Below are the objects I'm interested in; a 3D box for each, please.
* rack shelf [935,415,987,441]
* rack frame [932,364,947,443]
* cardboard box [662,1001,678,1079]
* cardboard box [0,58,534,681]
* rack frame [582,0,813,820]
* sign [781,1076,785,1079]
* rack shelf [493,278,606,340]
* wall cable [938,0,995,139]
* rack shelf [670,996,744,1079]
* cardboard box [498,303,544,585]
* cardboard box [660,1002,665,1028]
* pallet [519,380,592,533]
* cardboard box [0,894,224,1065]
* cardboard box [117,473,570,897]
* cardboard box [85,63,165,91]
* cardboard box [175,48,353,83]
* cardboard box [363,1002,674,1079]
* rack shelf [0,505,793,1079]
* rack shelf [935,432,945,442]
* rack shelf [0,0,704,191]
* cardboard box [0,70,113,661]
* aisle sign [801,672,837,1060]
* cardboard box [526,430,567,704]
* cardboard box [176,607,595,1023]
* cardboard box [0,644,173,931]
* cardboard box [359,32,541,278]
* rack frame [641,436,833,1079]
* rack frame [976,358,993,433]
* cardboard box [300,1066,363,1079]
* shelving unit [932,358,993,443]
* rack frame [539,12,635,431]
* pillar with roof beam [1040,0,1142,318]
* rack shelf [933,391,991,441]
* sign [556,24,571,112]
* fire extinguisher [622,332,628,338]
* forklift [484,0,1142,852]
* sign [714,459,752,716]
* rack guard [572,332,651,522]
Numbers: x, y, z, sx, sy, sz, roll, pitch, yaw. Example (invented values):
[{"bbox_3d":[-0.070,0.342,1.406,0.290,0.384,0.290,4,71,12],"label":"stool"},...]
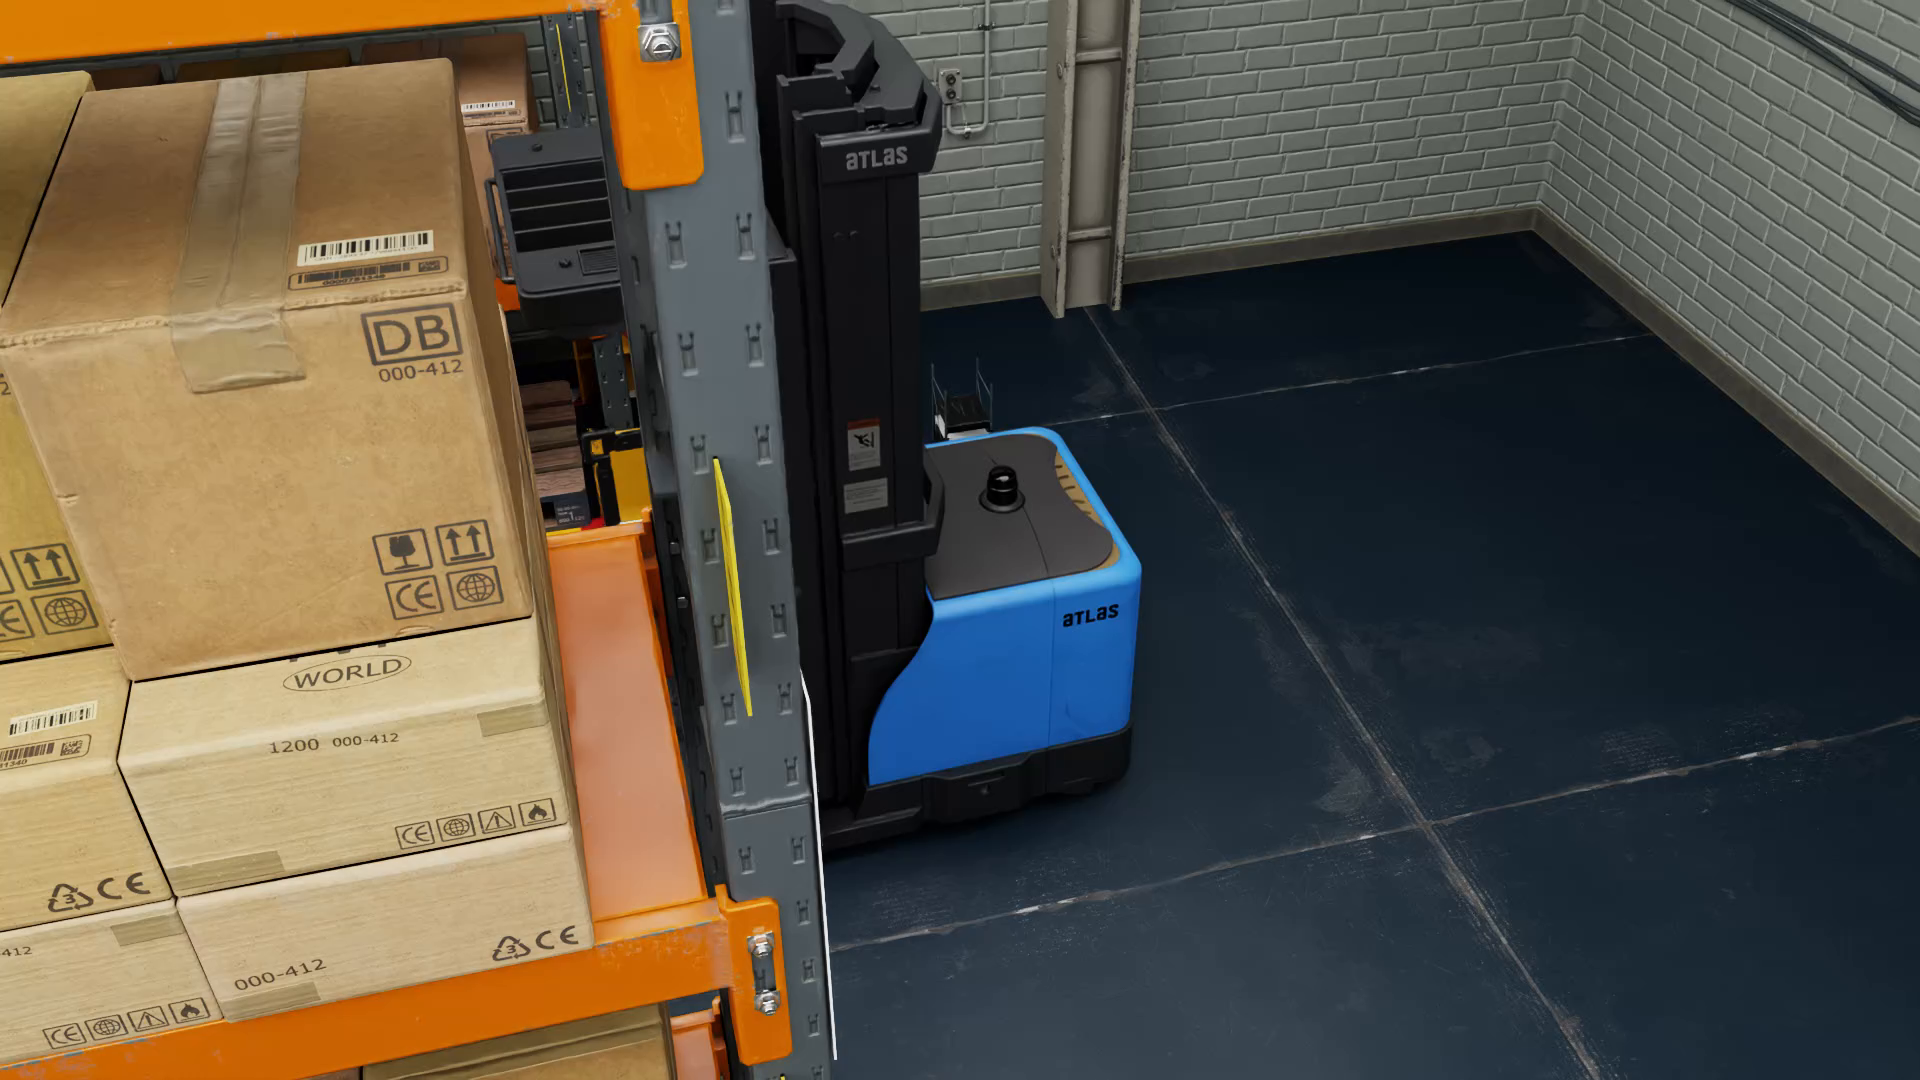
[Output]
[{"bbox_3d":[0.008,-0.475,7.389,0.200,0.077,0.258,-9,38,-12],"label":"rack shelf"},{"bbox_3d":[-0.090,-0.343,7.457,0.006,0.900,0.240,-9,38,-12],"label":"rack frame"},{"bbox_3d":[-0.895,1.152,3.693,0.500,0.500,0.500,-9,38,-11],"label":"cardboard box"},{"bbox_3d":[-0.890,-0.261,2.248,0.500,0.500,0.700,-9,38,-12],"label":"cardboard box"},{"bbox_3d":[-0.398,-1.106,1.790,0.127,3.000,1.000,-9,38,-12],"label":"rack frame"},{"bbox_3d":[-0.273,1.020,2.735,0.005,0.325,0.100,-9,38,-12],"label":"sign"},{"bbox_3d":[-3.624,-1.026,7.215,4.000,0.370,1.077,-9,38,-12],"label":"rack shelf"},{"bbox_3d":[-0.704,-2.790,8.092,1.851,1.984,0.084,-9,38,-12],"label":"wall cable"},{"bbox_3d":[-2.329,1.879,3.417,4.000,0.370,1.077,-9,38,-12],"label":"rack shelf"},{"bbox_3d":[-0.962,-0.125,2.688,0.500,0.250,0.500,-9,38,-12],"label":"cardboard box"},{"bbox_3d":[-0.895,0.755,3.389,0.500,0.500,0.500,-8,38,-11],"label":"cardboard box"},{"bbox_3d":[-2.445,-0.349,8.032,1.213,0.211,1.003,-9,38,-12],"label":"pallet"},{"bbox_3d":[-1.311,0.453,2.343,0.500,0.250,0.500,-9,38,-12],"label":"cardboard box"},{"bbox_3d":[-0.828,0.177,2.293,0.500,0.250,0.500,-9,38,-12],"label":"cardboard box"},{"bbox_3d":[-3.621,-1.424,6.896,0.700,0.700,0.980,-11,39,-14],"label":"cardboard box"},{"bbox_3d":[-2.883,-1.539,7.047,0.700,0.700,0.980,-10,38,-12],"label":"cardboard box"},{"bbox_3d":[-0.756,1.071,2.976,0.500,0.500,0.500,-10,38,-12],"label":"cardboard box"},{"bbox_3d":[-2.329,0.687,2.506,4.000,0.370,1.077,-9,38,-12],"label":"rack shelf"},{"bbox_3d":[0.008,-0.404,7.444,0.200,0.077,0.258,-9,38,-12],"label":"rack shelf"},{"bbox_3d":[-2.329,-0.503,1.595,4.000,0.370,1.077,-9,38,-12],"label":"rack shelf"},{"bbox_3d":[-1.395,-0.231,2.210,0.500,0.500,0.700,-9,38,-12],"label":"cardboard box"},{"bbox_3d":[-0.252,0.413,2.602,0.004,0.787,0.394,-9,38,-12],"label":"aisle sign"},{"bbox_3d":[-0.960,0.077,2.835,0.500,0.250,0.500,-9,38,-12],"label":"cardboard box"},{"bbox_3d":[-0.825,0.381,2.438,0.500,0.250,0.500,-9,38,-12],"label":"cardboard box"},{"bbox_3d":[-1.310,0.256,2.189,0.500,0.250,0.500,-9,38,-12],"label":"cardboard box"},{"bbox_3d":[-2.183,-1.661,7.206,0.700,0.700,0.980,-8,38,-10],"label":"cardboard box"},{"bbox_3d":[-0.398,1.276,3.613,0.127,3.000,1.000,-9,38,-12],"label":"rack frame"},{"bbox_3d":[0.106,-0.375,7.499,0.006,0.900,0.240,-9,38,-12],"label":"rack frame"},{"bbox_3d":[-1.244,1.152,2.870,0.500,0.500,0.500,-8,38,-11],"label":"cardboard box"},{"bbox_3d":[0.008,-0.359,7.478,0.210,0.900,0.258,-9,38,-12],"label":"shelving unit"},{"bbox_3d":[-1.693,-1.629,7.410,0.127,3.000,1.000,-9,38,-12],"label":"rack frame"},{"bbox_3d":[1.810,-2.421,3.509,0.400,9.000,9.100,-9,38,-12],"label":"pillar with roof beam"},{"bbox_3d":[0.008,-0.547,7.334,0.200,0.077,0.258,-9,38,-12],"label":"rack shelf"},{"bbox_3d":[-1.565,-1.862,6.568,0.005,0.325,0.100,-9,38,-12],"label":"sign"},{"bbox_3d":[-1.427,-1.203,7.225,0.183,0.674,0.296,-9,38,-12],"label":"fire extinguisher"},{"bbox_3d":[-0.913,-0.236,5.646,3.031,2.935,1.130,-11,39,-13],"label":"forklift"},{"bbox_3d":[-0.273,0.062,2.003,0.005,0.325,0.100,-9,38,-12],"label":"sign"},{"bbox_3d":[-1.670,-0.640,8.175,0.348,0.500,1.175,-9,38,-12],"label":"rack guard"}]
